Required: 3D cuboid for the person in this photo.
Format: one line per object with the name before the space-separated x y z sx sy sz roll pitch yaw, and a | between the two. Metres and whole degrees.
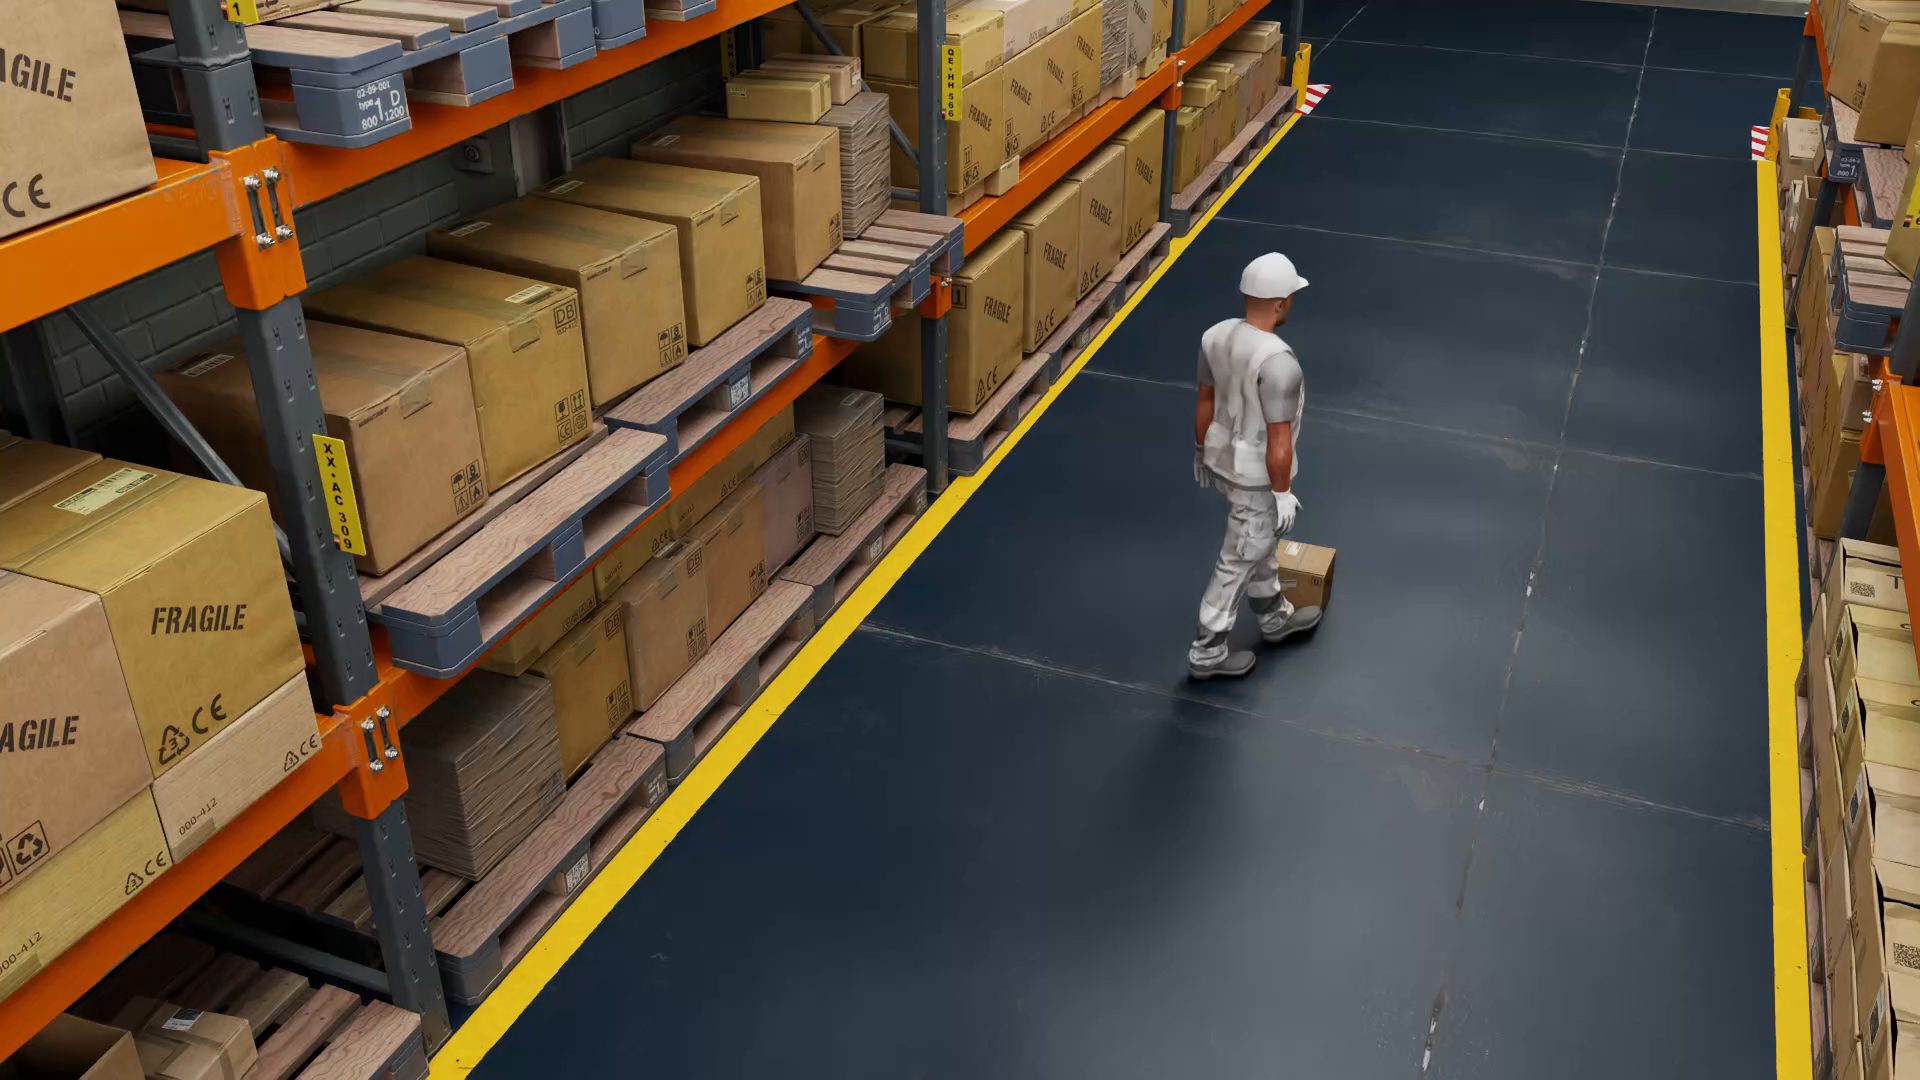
person | 1.264 -0.294 6.603 0.731 1.773 0.577 -12 32 -21
